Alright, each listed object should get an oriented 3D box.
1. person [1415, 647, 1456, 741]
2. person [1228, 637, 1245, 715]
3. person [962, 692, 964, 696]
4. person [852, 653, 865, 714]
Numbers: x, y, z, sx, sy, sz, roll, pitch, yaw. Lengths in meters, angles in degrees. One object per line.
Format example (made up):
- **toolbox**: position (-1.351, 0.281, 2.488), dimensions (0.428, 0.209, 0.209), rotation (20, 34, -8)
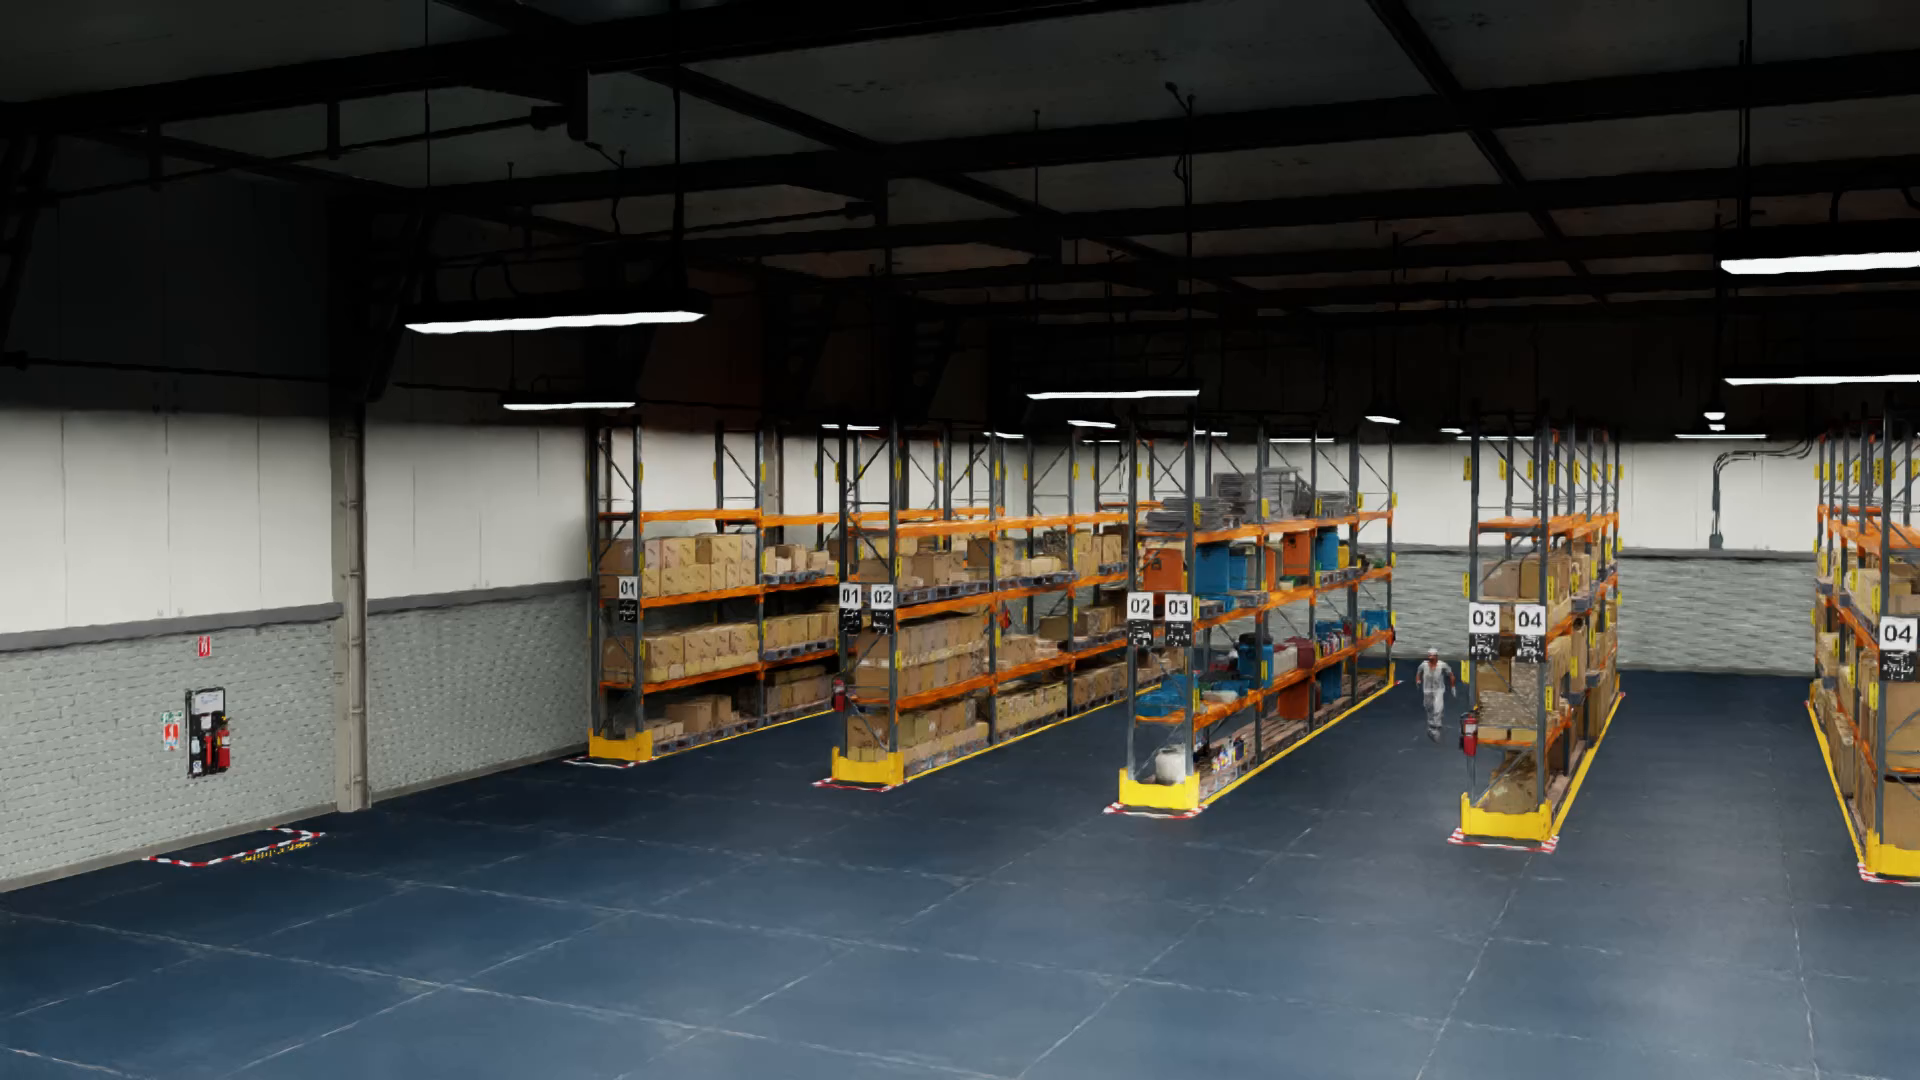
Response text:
- **person**: position (8.892, 2.855, 31.163), dimensions (0.703, 1.722, 0.835), rotation (1, 3, 30)
- **person**: position (5.746, 2.778, 34.321), dimensions (0.456, 1.589, 1.088), rotation (1, 3, 27)
- **person**: position (-0.105, 2.755, 33.685), dimensions (0.729, 1.733, 0.544), rotation (1, 3, 23)
- **person**: position (-1.841, 2.904, 31.274), dimensions (0.406, 1.600, 0.468), rotation (0, 2, -6)
